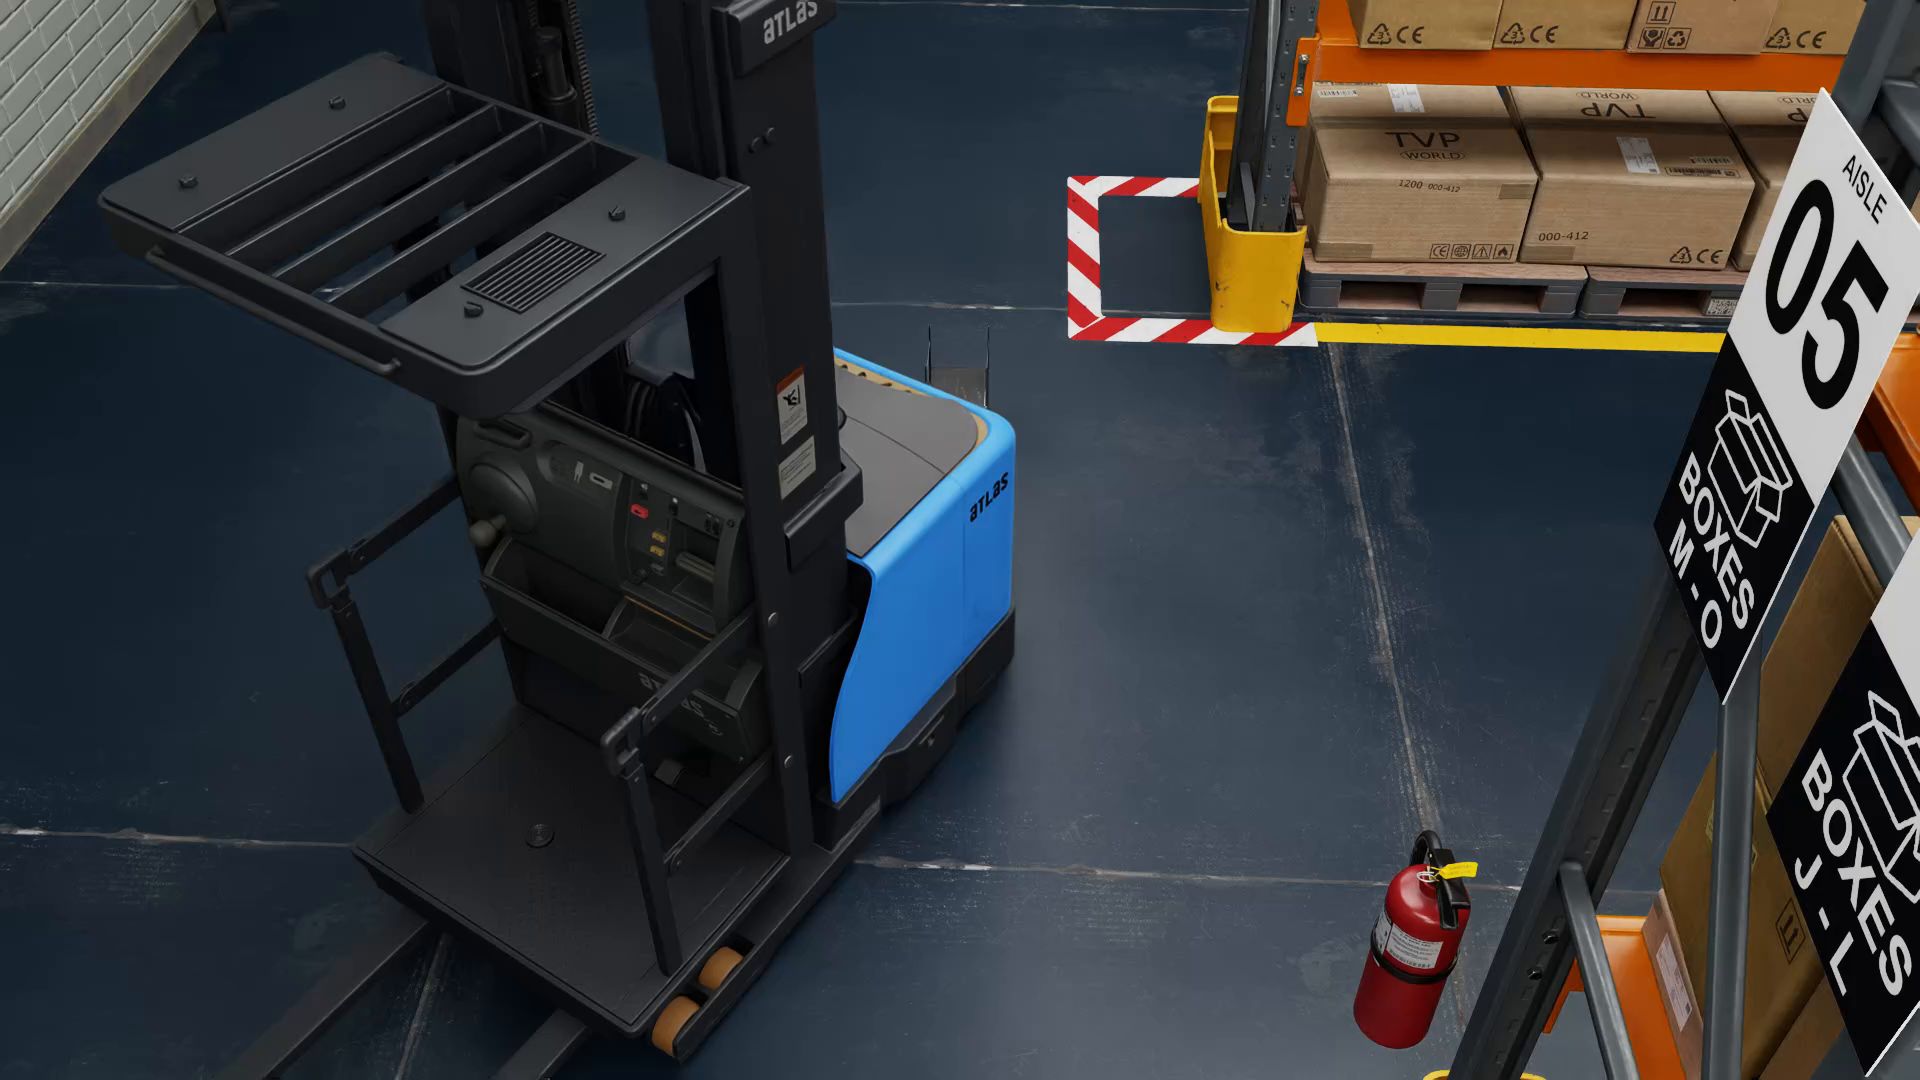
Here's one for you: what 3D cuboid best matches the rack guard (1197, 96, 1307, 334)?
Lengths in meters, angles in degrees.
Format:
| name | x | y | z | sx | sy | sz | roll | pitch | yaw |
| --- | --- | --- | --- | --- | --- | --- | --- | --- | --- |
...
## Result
| name | x | y | z | sx | sy | sz | roll | pitch | yaw |
| --- | --- | --- | --- | --- | --- | --- | --- | --- | --- |
| rack guard | 1.295 | -1.481 | 7.473 | 0.348 | 0.500 | 1.175 | 2 | 43 | 2 |

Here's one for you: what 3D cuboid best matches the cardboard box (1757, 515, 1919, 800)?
| name | x | y | z | sx | sy | sz | roll | pitch | yaw |
| --- | --- | --- | --- | --- | --- | --- | --- | --- | --- |
| cardboard box | 1.665 | 0.312 | 2.689 | 0.500 | 0.500 | 0.500 | 1 | 43 | 1 |

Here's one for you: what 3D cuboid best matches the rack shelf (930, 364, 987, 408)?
| name | x | y | z | sx | sy | sz | roll | pitch | yaw |
| --- | --- | --- | --- | --- | --- | --- | --- | --- | --- |
| rack shelf | -0.008 | -0.503 | 5.782 | 0.200 | 0.077 | 0.258 | 2 | 43 | 2 |

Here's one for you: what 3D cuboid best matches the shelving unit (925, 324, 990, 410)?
| name | x | y | z | sx | sy | sz | roll | pitch | yaw |
| --- | --- | --- | --- | --- | --- | --- | --- | --- | --- |
| shelving unit | -0.008 | -0.330 | 5.944 | 0.210 | 0.900 | 0.258 | 2 | 43 | 2 |

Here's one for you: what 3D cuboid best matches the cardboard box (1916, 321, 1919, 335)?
| name | x | y | z | sx | sy | sz | roll | pitch | yaw |
| --- | --- | --- | --- | --- | --- | --- | --- | --- | --- |
| cardboard box | 1.663 | -0.230 | 2.206 | 0.500 | 0.250 | 0.500 | 1 | 43 | 1 |

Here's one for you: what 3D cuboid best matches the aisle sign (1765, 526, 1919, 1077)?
| name | x | y | z | sx | sy | sz | roll | pitch | yaw |
| --- | --- | --- | --- | --- | --- | --- | --- | --- | --- |
| aisle sign | 1.110 | 0.230 | 1.896 | 0.004 | 0.787 | 0.394 | 2 | 43 | 2 |

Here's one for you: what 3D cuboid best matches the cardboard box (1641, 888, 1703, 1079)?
| name | x | y | z | sx | sy | sz | roll | pitch | yaw |
| --- | --- | --- | --- | --- | --- | --- | --- | --- | --- |
| cardboard box | 1.535 | 0.888 | 3.280 | 0.250 | 0.149 | 0.380 | 2 | 43 | 2 |

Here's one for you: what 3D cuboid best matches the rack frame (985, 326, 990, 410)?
| name | x | y | z | sx | sy | sz | roll | pitch | yaw |
| --- | --- | --- | --- | --- | --- | --- | --- | --- | --- |
| rack frame | 0.093 | -0.326 | 5.940 | 0.006 | 0.900 | 0.240 | 2 | 43 | 2 |

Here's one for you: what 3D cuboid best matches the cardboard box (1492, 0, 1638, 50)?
| name | x | y | z | sx | sy | sz | roll | pitch | yaw |
| --- | --- | --- | --- | --- | --- | --- | --- | --- | --- |
| cardboard box | 2.292 | -2.225 | 6.364 | 0.500 | 0.500 | 0.500 | 1 | 43 | 1 |

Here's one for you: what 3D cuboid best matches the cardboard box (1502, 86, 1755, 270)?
| name | x | y | z | sx | sy | sz | roll | pitch | yaw |
| --- | --- | --- | --- | --- | --- | --- | --- | --- | --- |
| cardboard box | 2.897 | -1.636 | 7.378 | 0.875 | 0.438 | 0.875 | 3 | 43 | 3 |

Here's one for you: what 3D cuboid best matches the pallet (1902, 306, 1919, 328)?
| name | x | y | z | sx | sy | sz | roll | pitch | yaw |
| --- | --- | --- | --- | --- | --- | --- | --- | --- | --- |
| pallet | 4.558 | -1.328 | 7.521 | 1.213 | 0.211 | 1.003 | 2 | 43 | 2 |

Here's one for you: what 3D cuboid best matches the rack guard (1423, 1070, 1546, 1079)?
| name | x | y | z | sx | sy | sz | roll | pitch | yaw |
| --- | --- | --- | --- | --- | --- | --- | --- | --- | --- |
| rack guard | 1.273 | 1.896 | 3.848 | 0.348 | 0.500 | 1.175 | 2 | 43 | 2 |

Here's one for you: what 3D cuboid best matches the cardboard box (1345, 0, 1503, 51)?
| name | x | y | z | sx | sy | sz | roll | pitch | yaw |
| --- | --- | --- | --- | --- | --- | --- | --- | --- | --- |
| cardboard box | 1.785 | -2.221 | 6.360 | 0.500 | 0.500 | 0.500 | 1 | 43 | 2 |

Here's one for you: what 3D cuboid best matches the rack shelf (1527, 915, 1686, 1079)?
| name | x | y | z | sx | sy | sz | roll | pitch | yaw |
| --- | --- | --- | --- | --- | --- | --- | --- | --- | --- |
| rack shelf | 3.195 | 1.304 | 3.178 | 4.000 | 0.370 | 1.077 | 2 | 43 | 2 |

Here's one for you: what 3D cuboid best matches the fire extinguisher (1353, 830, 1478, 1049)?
| name | x | y | z | sx | sy | sz | roll | pitch | yaw |
| --- | --- | --- | --- | --- | --- | --- | --- | --- | --- |
| fire extinguisher | 0.966 | 0.822 | 3.498 | 0.183 | 0.674 | 0.296 | 2 | 43 | 2 |

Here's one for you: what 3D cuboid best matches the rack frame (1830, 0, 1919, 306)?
| name | x | y | z | sx | sy | sz | roll | pitch | yaw |
| --- | --- | --- | --- | --- | --- | --- | --- | --- | --- |
| rack frame | 1.197 | -1.216 | 0.954 | 0.127 | 3.000 | 1.000 | 2 | 43 | 2 |

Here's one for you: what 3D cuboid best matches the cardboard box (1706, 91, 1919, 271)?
| name | x | y | z | sx | sy | sz | roll | pitch | yaw |
| --- | --- | --- | --- | --- | --- | --- | --- | --- | --- |
| cardboard box | 3.798 | -1.608 | 7.347 | 0.875 | 0.438 | 0.875 | 1 | 43 | 1 |

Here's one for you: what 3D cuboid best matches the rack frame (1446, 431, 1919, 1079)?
| name | x | y | z | sx | sy | sz | roll | pitch | yaw |
| --- | --- | --- | --- | --- | --- | --- | --- | --- | --- |
| rack frame | 1.197 | 0.979 | 2.999 | 0.127 | 3.000 | 1.000 | 2 | 43 | 2 |

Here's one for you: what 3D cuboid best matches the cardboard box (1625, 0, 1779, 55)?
| name | x | y | z | sx | sy | sz | roll | pitch | yaw |
| --- | --- | --- | --- | --- | --- | --- | --- | --- | --- |
| cardboard box | 2.799 | -2.197 | 6.334 | 0.500 | 0.500 | 0.500 | 2 | 43 | 2 |

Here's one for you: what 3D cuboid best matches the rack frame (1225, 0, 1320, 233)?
| name | x | y | z | sx | sy | sz | roll | pitch | yaw |
| --- | --- | --- | --- | --- | --- | --- | --- | --- | --- |
| rack frame | 1.319 | -2.395 | 6.620 | 0.127 | 3.000 | 1.000 | 2 | 43 | 2 |

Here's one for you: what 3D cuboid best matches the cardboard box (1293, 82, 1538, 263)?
| name | x | y | z | sx | sy | sz | roll | pitch | yaw |
| --- | --- | --- | --- | --- | --- | --- | --- | --- | --- |
| cardboard box | 1.982 | -1.659 | 7.402 | 0.875 | 0.438 | 0.875 | 0 | 43 | 0 |

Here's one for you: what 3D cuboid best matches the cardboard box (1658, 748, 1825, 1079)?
| name | x | y | z | sx | sy | sz | roll | pitch | yaw |
| --- | --- | --- | --- | --- | --- | --- | --- | --- | --- |
| cardboard box | 1.657 | 0.672 | 3.036 | 0.500 | 0.500 | 0.500 | 3 | 43 | 3 |

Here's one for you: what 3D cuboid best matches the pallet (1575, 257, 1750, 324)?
| name | x | y | z | sx | sy | sz | roll | pitch | yaw |
| --- | --- | --- | --- | --- | --- | --- | --- | --- | --- |
| pallet | 3.336 | -1.364 | 7.559 | 1.213 | 0.211 | 1.003 | 2 | 43 | 2 |

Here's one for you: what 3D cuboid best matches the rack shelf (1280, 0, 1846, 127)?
| name | x | y | z | sx | sy | sz | roll | pitch | yaw |
| --- | --- | --- | --- | --- | --- | --- | --- | --- | --- |
| rack shelf | 3.317 | -2.070 | 6.799 | 4.000 | 0.370 | 1.077 | 2 | 43 | 2 |

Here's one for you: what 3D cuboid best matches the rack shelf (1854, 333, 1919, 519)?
| name | x | y | z | sx | sy | sz | roll | pitch | yaw |
| --- | --- | --- | --- | --- | --- | --- | --- | --- | --- |
| rack shelf | 3.195 | 0.206 | 2.155 | 4.000 | 0.370 | 1.077 | 2 | 43 | 2 |

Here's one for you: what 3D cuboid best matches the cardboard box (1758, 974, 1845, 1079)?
| name | x | y | z | sx | sy | sz | roll | pitch | yaw |
| --- | --- | --- | --- | --- | --- | --- | --- | --- | --- |
| cardboard box | 1.633 | 1.035 | 2.646 | 0.500 | 0.500 | 0.500 | 4 | 43 | 4 |

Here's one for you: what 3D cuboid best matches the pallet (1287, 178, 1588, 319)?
| name | x | y | z | sx | sy | sz | roll | pitch | yaw |
| --- | --- | --- | --- | --- | --- | --- | --- | --- | --- |
| pallet | 2.121 | -1.403 | 7.602 | 1.213 | 0.211 | 1.003 | 2 | 43 | 2 |

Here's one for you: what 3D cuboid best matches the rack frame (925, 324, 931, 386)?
| name | x | y | z | sx | sy | sz | roll | pitch | yaw |
| --- | --- | --- | --- | --- | --- | --- | --- | --- | --- |
| rack frame | -0.110 | -0.333 | 5.947 | 0.006 | 0.900 | 0.240 | 2 | 43 | 2 |

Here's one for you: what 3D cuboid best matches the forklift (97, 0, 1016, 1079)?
| name | x | y | z | sx | sy | sz | roll | pitch | yaw |
| --- | --- | --- | --- | --- | --- | --- | --- | --- | --- |
| forklift | -1.045 | 0.007 | 4.092 | 1.130 | 2.935 | 3.031 | 24 | 48 | 24 |

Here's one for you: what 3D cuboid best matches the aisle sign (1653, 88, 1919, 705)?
| name | x | y | z | sx | sy | sz | roll | pitch | yaw |
| --- | --- | --- | --- | --- | --- | --- | --- | --- | --- |
| aisle sign | 1.137 | -0.179 | 2.334 | 0.004 | 0.787 | 0.394 | 2 | 43 | 2 |

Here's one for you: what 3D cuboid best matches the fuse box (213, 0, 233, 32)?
| name | x | y | z | sx | sy | sz | roll | pitch | yaw |
| --- | --- | --- | --- | --- | --- | --- | --- | --- | --- |
| fuse box | -4.075 | -3.507 | 8.759 | 0.414 | 1.711 | 0.539 | 2 | 43 | 2 |

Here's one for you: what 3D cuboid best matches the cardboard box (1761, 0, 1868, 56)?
| name | x | y | z | sx | sy | sz | roll | pitch | yaw |
| --- | --- | --- | --- | --- | --- | --- | --- | --- | --- |
| cardboard box | 3.300 | -2.193 | 6.330 | 0.500 | 0.500 | 0.500 | 3 | 43 | 3 |
